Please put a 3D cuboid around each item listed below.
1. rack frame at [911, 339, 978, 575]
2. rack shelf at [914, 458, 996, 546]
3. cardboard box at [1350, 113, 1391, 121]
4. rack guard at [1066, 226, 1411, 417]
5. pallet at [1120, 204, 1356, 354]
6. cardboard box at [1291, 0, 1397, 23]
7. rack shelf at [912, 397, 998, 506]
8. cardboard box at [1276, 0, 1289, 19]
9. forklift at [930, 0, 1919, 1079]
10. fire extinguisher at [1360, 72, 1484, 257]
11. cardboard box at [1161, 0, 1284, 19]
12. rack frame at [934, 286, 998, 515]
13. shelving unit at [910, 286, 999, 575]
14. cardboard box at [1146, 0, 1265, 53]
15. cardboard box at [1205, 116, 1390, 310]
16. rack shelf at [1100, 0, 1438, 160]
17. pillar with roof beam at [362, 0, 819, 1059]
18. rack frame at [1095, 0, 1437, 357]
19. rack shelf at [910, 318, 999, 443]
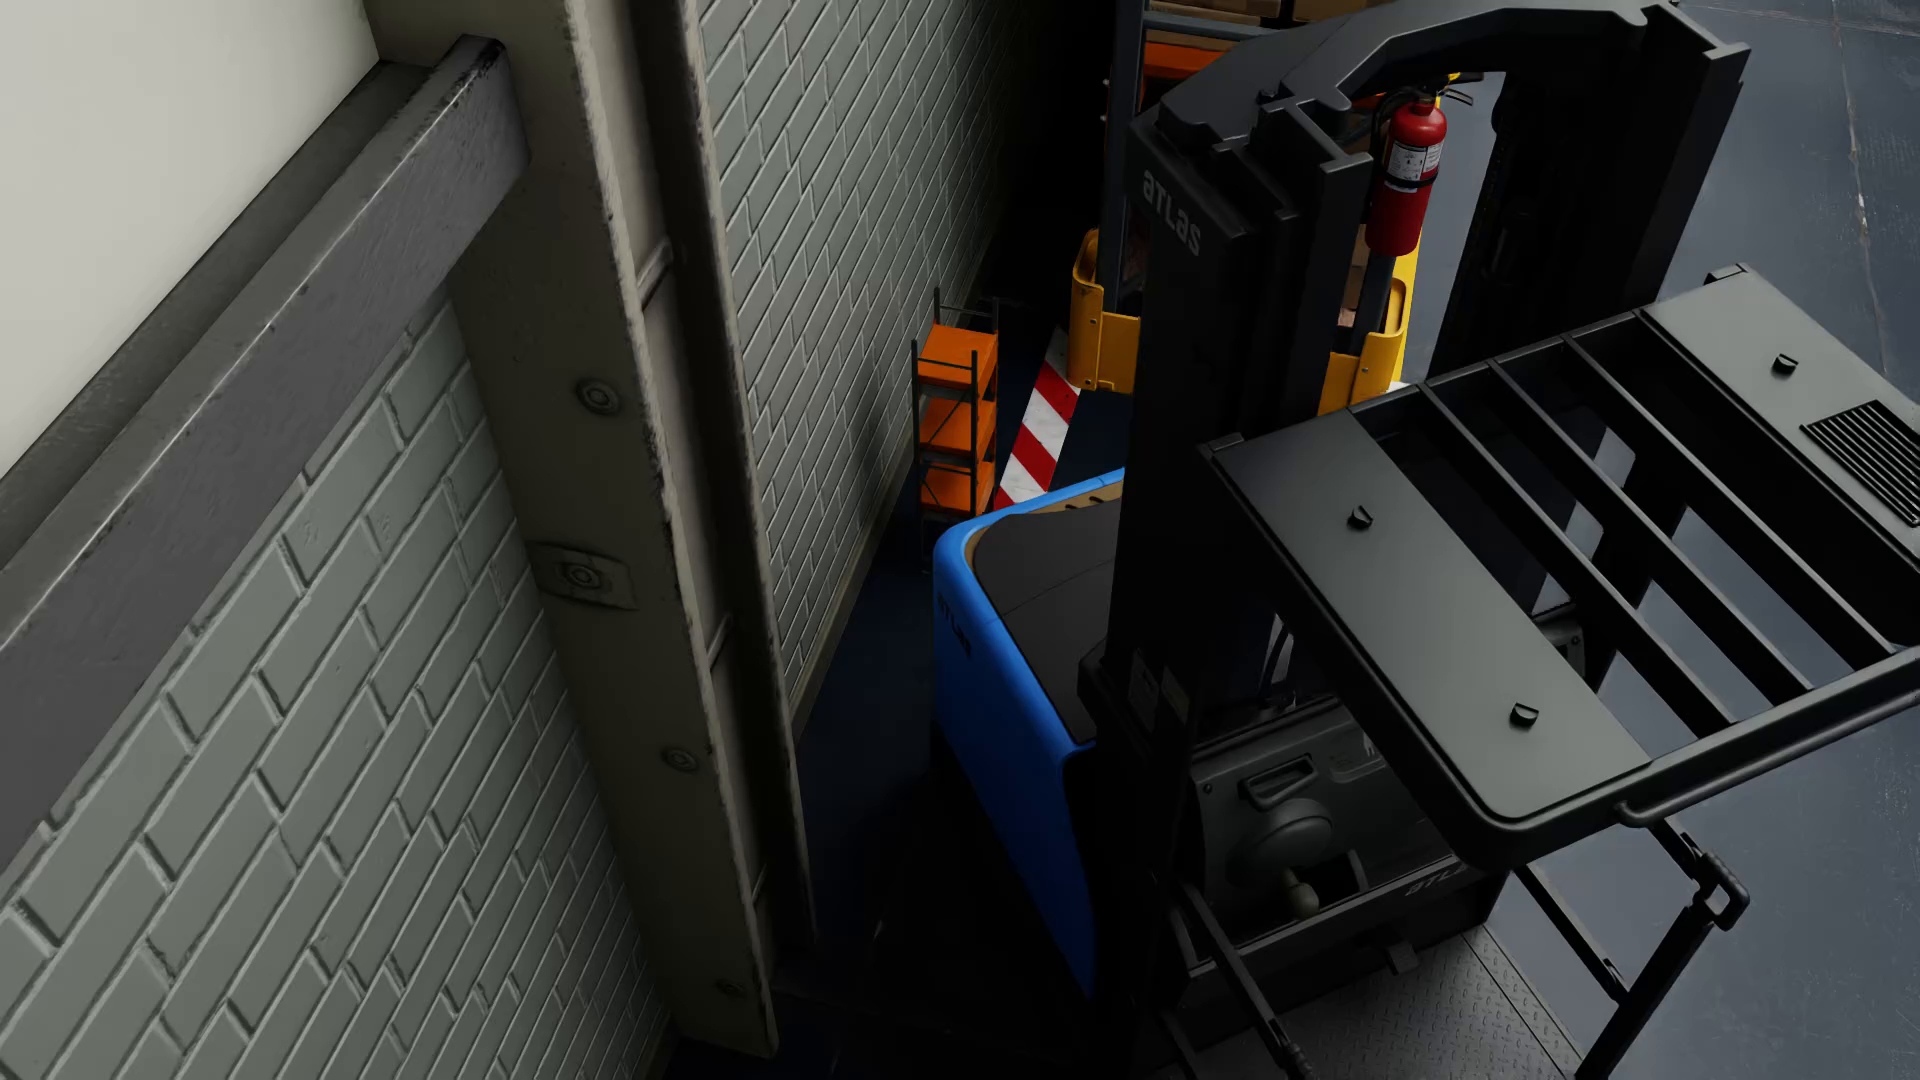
[{"bbox_3d":[-0.046,-0.220,5.244,0.200,1.050,0.008,12,50,10],"label":"rack frame"},{"bbox_3d":[-0.014,-0.118,5.539,0.215,0.259,0.240,12,50,10],"label":"rack shelf"},{"bbox_3d":[1.491,-1.877,6.793,0.700,0.500,0.500,13,50,12],"label":"cardboard box"},{"bbox_3d":[0.996,-0.758,6.086,1.175,0.500,0.348,12,50,10],"label":"rack guard"},{"bbox_3d":[1.205,-1.239,6.703,1.003,0.211,1.213,12,50,10],"label":"pallet"},{"bbox_3d":[1.355,-1.854,5.287,0.500,0.250,0.500,12,50,10],"label":"cardboard box"},{"bbox_3d":[-0.014,-0.302,5.330,0.215,0.259,0.240,12,50,10],"label":"rack shelf"},{"bbox_3d":[0.930,-1.911,5.604,0.380,0.149,0.250,13,50,11],"label":"cardboard box"},{"bbox_3d":[0.982,0.576,3.287,1.130,2.935,3.031,-19,51,-16],"label":"forklift"},{"bbox_3d":[1.383,-1.184,5.094,0.296,0.674,0.183,12,50,10],"label":"fire extinguisher"},{"bbox_3d":[0.841,-1.964,5.385,0.500,0.250,0.500,13,50,11],"label":"cardboard box"},{"bbox_3d":[0.018,-0.397,5.400,0.200,1.050,0.008,12,50,10],"label":"rack frame"},{"bbox_3d":[-0.014,-0.309,5.322,0.215,1.050,0.252,12,50,10],"label":"shelving unit"},{"bbox_3d":[0.804,-1.740,5.453,0.380,0.149,0.250,11,50,10],"label":"cardboard box"},{"bbox_3d":[1.228,-1.267,6.252,0.797,0.503,0.637,10,49,9],"label":"cardboard box"},{"bbox_3d":[1.502,-2.739,6.647,1.077,0.370,4.000,12,50,10],"label":"rack shelf"},{"bbox_3d":[3.550,-0.894,0.537,9.100,9.000,0.400,12,50,10],"label":"pillar with roof beam"},{"bbox_3d":[0.976,-1.530,5.100,1.000,3.000,0.127,12,50,10],"label":"rack frame"},{"bbox_3d":[-0.014,-0.489,5.117,0.215,0.259,0.240,12,50,10],"label":"rack shelf"}]
